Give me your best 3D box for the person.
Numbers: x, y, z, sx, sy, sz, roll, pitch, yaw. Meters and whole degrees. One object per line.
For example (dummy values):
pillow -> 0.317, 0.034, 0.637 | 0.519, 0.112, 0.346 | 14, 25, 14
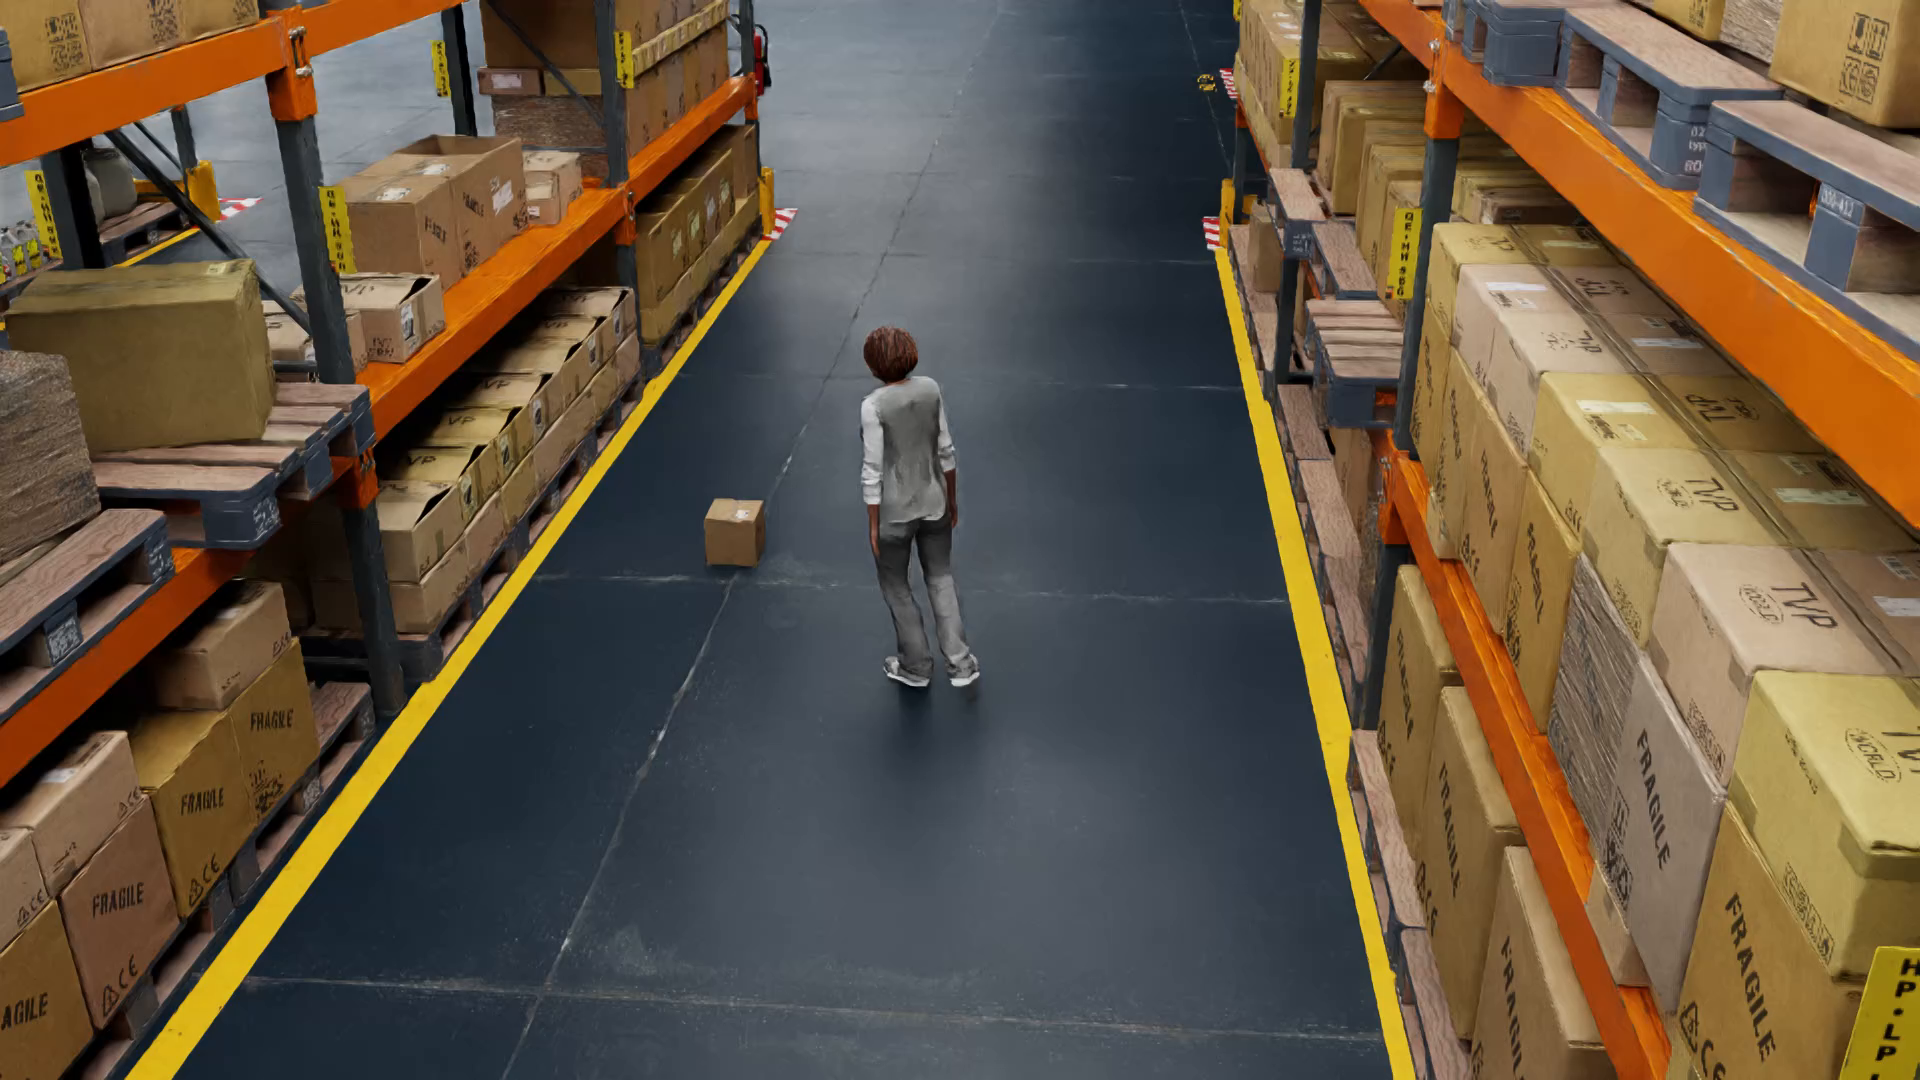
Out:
person -> -0.165, -0.089, 6.812 | 0.471, 1.587, 0.499 | -15, 29, -28
